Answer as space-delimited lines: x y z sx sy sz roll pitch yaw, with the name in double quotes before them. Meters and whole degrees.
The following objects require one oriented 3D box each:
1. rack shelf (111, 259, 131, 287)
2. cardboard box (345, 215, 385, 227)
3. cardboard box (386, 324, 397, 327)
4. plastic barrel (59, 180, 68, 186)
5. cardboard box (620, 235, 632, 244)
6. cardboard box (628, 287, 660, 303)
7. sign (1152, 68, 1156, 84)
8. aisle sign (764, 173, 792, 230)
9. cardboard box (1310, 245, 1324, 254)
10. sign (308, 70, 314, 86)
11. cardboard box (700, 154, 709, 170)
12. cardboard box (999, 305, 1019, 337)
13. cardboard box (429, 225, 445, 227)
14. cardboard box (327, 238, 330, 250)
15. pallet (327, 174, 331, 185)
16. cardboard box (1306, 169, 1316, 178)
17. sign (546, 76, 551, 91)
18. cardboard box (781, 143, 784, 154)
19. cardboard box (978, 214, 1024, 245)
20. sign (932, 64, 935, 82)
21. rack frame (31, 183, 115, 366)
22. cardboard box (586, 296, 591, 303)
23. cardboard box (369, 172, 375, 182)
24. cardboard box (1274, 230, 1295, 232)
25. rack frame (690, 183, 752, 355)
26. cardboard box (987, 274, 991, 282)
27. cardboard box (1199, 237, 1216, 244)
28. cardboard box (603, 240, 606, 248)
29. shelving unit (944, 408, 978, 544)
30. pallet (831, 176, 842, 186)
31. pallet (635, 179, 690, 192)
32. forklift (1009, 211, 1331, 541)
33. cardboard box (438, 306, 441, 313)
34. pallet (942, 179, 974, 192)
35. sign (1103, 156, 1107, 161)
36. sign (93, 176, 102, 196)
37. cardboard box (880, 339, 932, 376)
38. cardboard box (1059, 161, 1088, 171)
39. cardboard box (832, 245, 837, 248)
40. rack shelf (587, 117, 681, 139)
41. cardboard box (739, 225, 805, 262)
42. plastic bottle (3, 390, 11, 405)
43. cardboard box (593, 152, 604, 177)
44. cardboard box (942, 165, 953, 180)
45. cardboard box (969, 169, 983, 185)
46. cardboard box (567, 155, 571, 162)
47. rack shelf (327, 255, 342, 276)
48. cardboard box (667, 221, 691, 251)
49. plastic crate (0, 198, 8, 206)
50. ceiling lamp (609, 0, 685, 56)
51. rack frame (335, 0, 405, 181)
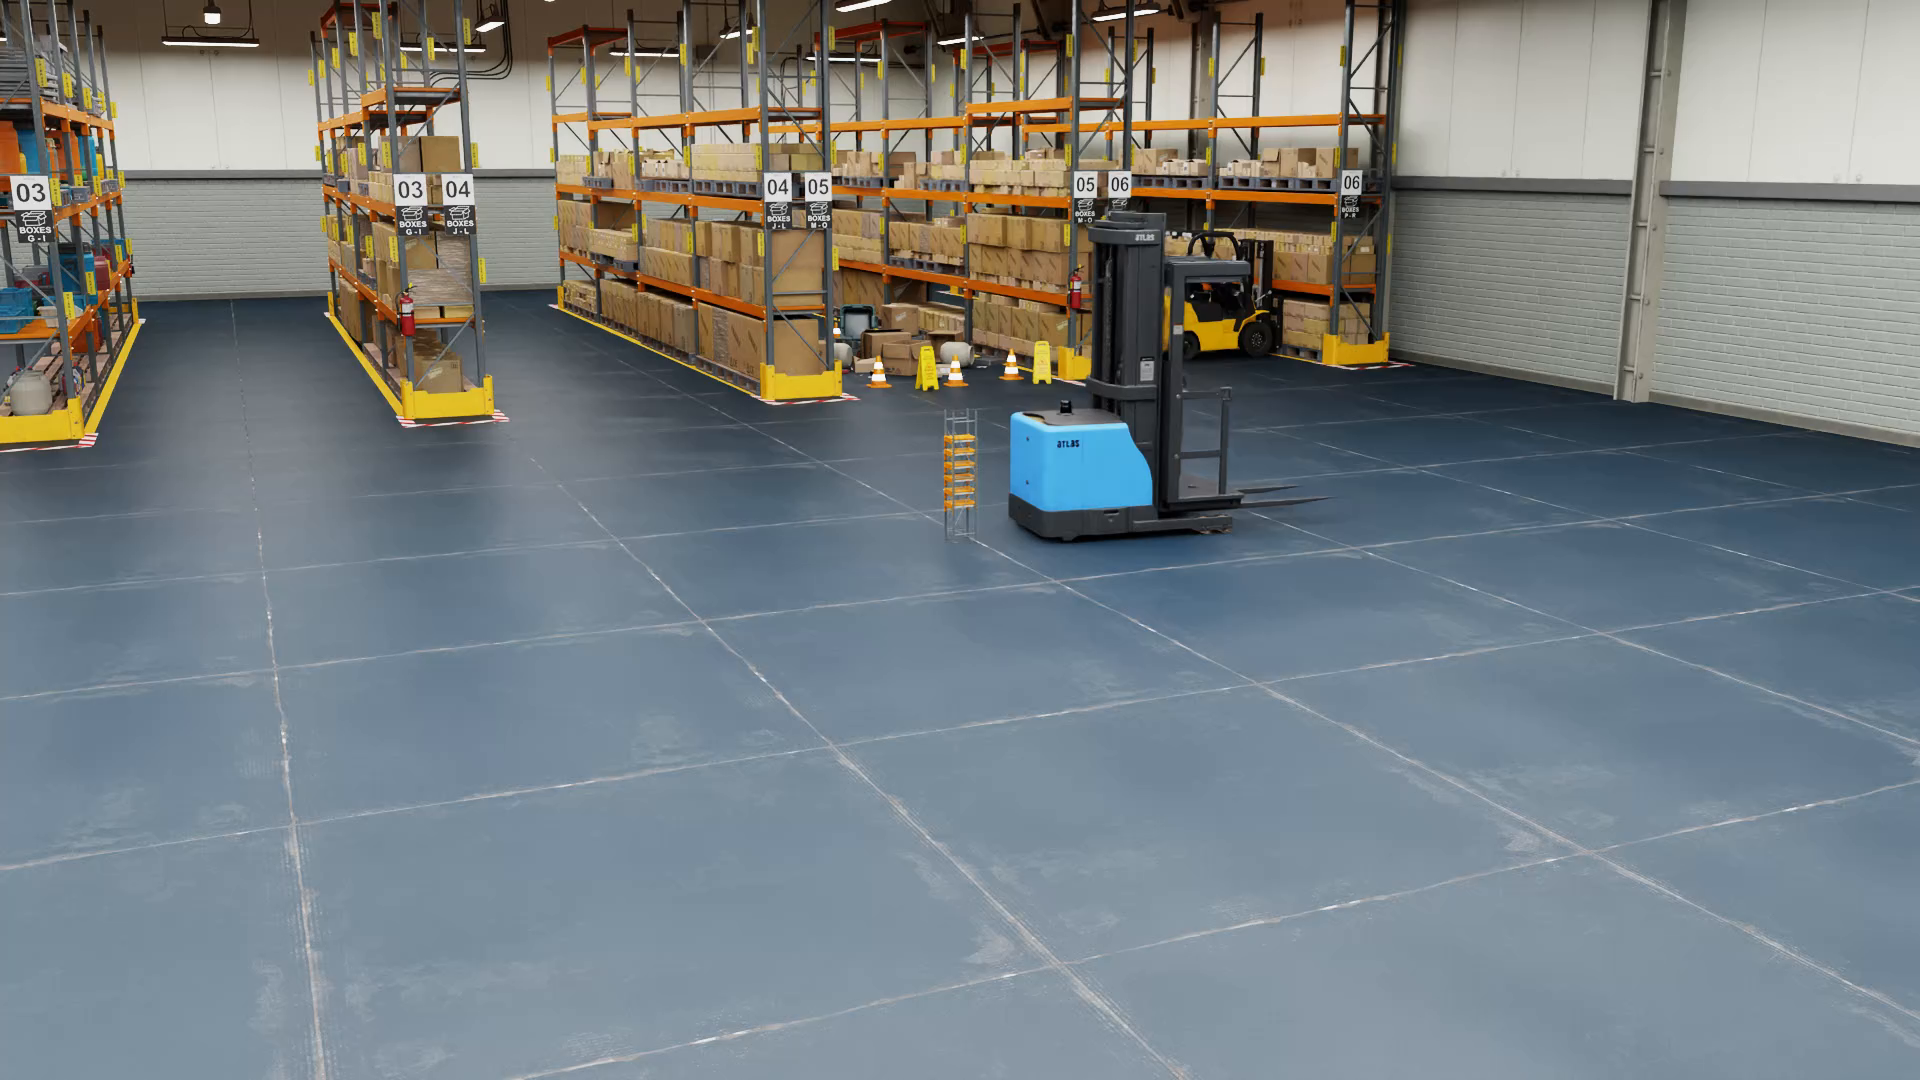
"rack shelf" -17.056 -5.238 32.823 1.077 0.370 4.000 -6 14 -23
"cardboard box" -11.454 -6.028 32.198 0.797 0.503 0.637 -6 14 -24
"cardboard box" -9.137 -3.310 27.469 0.700 0.500 0.500 -7 15 -28
"plastic barrel" -13.930 -5.501 26.019 0.301 0.262 0.301 0 13 0
"cardboard box" -6.245 -5.707 31.562 0.380 0.149 0.250 -6 14 -24
"cardboard box" -6.044 -4.693 31.822 0.500 0.250 0.500 -6 14 -24
"sign" 4.019 -9.646 34.547 0.100 0.325 0.005 -6 14 -23
"aisle sign" -2.572 -4.795 23.549 0.394 0.787 0.004 -6 14 -23
"cardboard box" 6.191 -4.948 28.318 0.380 0.149 0.250 -5 14 -22
"sign" -13.830 -9.855 35.449 0.100 0.325 0.005 -6 14 -23
"cardboard box" -3.785 -5.953 26.184 0.500 0.250 0.500 -6 14 -23
"cardboard box" 0.988 -3.732 28.225 0.500 0.500 0.500 -5 14 -20
"cardboard box" -7.482 -4.272 23.956 0.500 0.500 0.500 -6 14 -23
"cardboard box" -13.375 -6.397 35.910 0.500 0.250 0.500 -6 14 -24
"pallet" -12.520 -7.462 34.383 1.003 0.211 1.213 -6 14 -23
"cardboard box" 6.106 -6.223 28.238 0.380 0.149 0.250 -6 14 -25
"sign" -9.232 -10.243 37.303 0.100 0.325 0.005 -6 14 -23
"cardboard box" -2.470 -5.806 24.665 0.380 0.149 0.250 -5 14 -22
"cardboard box" 0.730 -5.327 28.516 0.700 0.500 0.500 -6 14 -23
"sign" -0.541 -9.158 32.616 0.100 0.325 0.005 -6 14 -23
"rack frame" -14.653 -4.348 27.386 1.000 3.000 0.127 -6 14 -23
"cardboard box" -7.793 -5.155 35.602 0.380 0.149 0.250 -6 14 -25
"cardboard box" -8.665 -5.457 24.971 0.380 0.149 0.250 -6 14 -25
"cardboard box" 5.943 -5.574 30.361 0.380 0.149 0.250 -6 14 -24
"rack frame" -3.927 -4.396 27.593 1.000 3.000 0.127 -6 14 -23
"cardboard box" 0.683 -4.548 28.807 0.380 0.149 0.250 -6 14 -23
"cardboard box" 4.774 -5.729 31.690 0.380 0.149 0.250 -5 14 -21
"cardboard box" -6.865 -5.883 32.982 0.380 0.149 0.250 -6 14 -24
"shelving unit" 0.006 -0.582 15.102 0.258 1.200 0.189 -6 14 -23
"pallet" -2.225 -7.700 35.641 0.805 0.209 1.217 -6 14 -25
"pallet" -5.223 -6.464 30.293 1.213 0.211 1.003 -5 14 -20
"forklift" 2.041 -1.590 15.621 3.031 2.935 1.130 -4 14 -17
"cardboard box" -7.094 -3.257 23.228 0.380 0.149 0.250 -6 14 -23
"pallet" 0.418 -6.371 29.891 1.213 0.211 1.003 -6 14 -23
"sign" 3.014 -7.805 34.520 0.100 0.325 0.005 -6 14 -23
"sign" -14.152 -5.810 27.280 0.100 0.325 0.005 -6 14 -23
"cardboard box" -0.853 -2.956 26.906 0.637 0.503 0.797 6 14 26
"cardboard box" 1.764 -5.809 25.832 0.380 0.149 0.250 -5 14 -22
"cardboard box" -2.494 -6.223 35.817 0.500 0.250 0.500 -6 14 -24
"rack shelf" -6.331 -8.013 32.399 1.077 0.370 4.000 -6 14 -23
"cardboard box" -2.843 -4.483 25.238 0.875 0.550 0.550 -6 14 -23
"plastic bottle" -12.586 -1.886 21.979 0.097 0.201 0.097 0 13 0
"cardboard box" -7.081 -7.676 33.957 0.700 0.500 0.500 -6 14 -23
"cardboard box" 0.003 -6.670 30.165 0.500 0.250 0.500 -5 14 -22
"cardboard box" 0.493 -6.282 28.761 0.500 0.250 0.500 -6 14 -24
"cardboard box" -8.370 -8.340 36.321 0.380 0.149 0.250 -5 14 -21
"rack shelf" -12.518 -5.685 34.756 1.077 0.370 4.000 -6 14 -23
"cardboard box" -4.743 -5.349 29.271 0.700 0.500 0.500 -6 14 -24
"plastic crate" -12.488 -4.516 21.493 0.392 0.384 0.575 -6 14 -23
"ceiling lamp" -7.536 -13.446 40.443 2.000 3.185 0.800 -6 14 -23
"rack frame" -10.115 -7.718 28.642 1.000 3.000 0.127 -6 14 -23
